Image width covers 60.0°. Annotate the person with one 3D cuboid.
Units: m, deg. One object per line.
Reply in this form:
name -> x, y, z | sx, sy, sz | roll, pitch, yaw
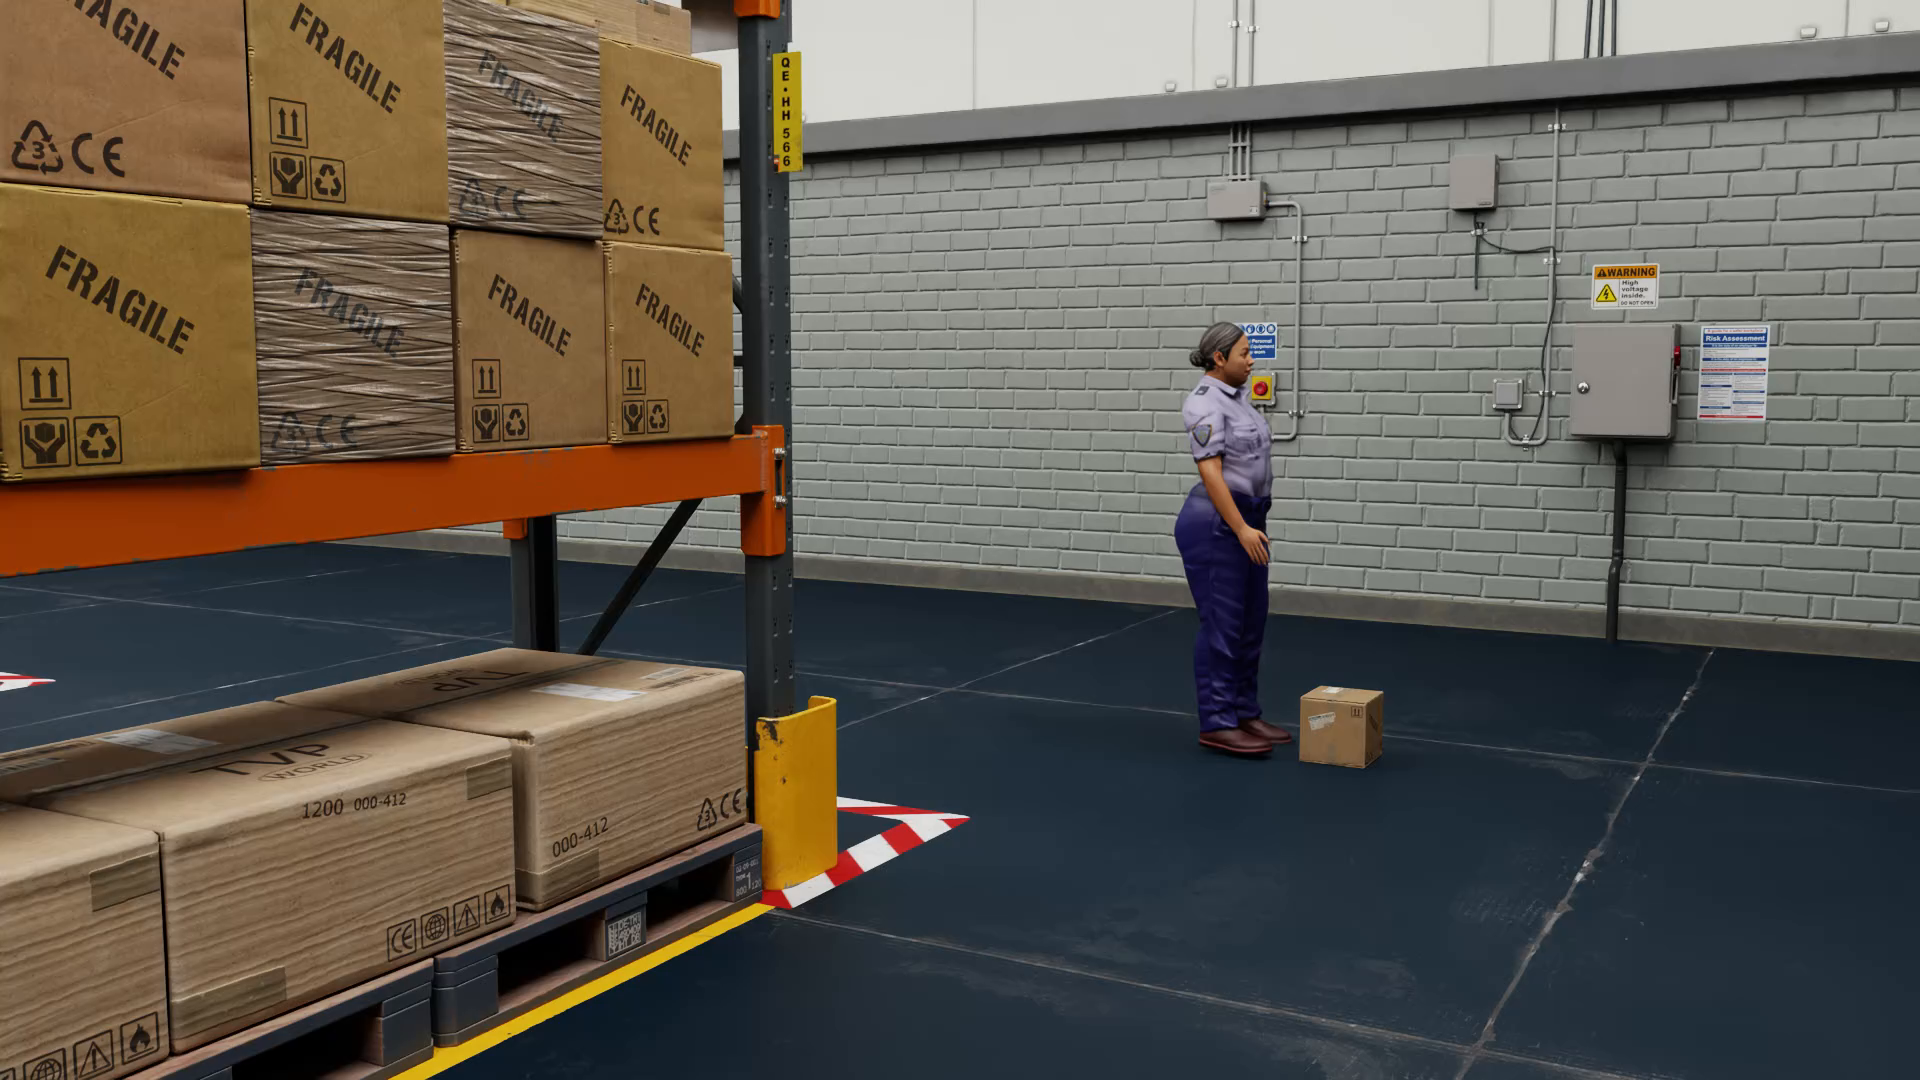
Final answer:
person -> 1.078, -0.011, 6.486 | 0.423, 1.668, 0.487 | 3, 7, 29
